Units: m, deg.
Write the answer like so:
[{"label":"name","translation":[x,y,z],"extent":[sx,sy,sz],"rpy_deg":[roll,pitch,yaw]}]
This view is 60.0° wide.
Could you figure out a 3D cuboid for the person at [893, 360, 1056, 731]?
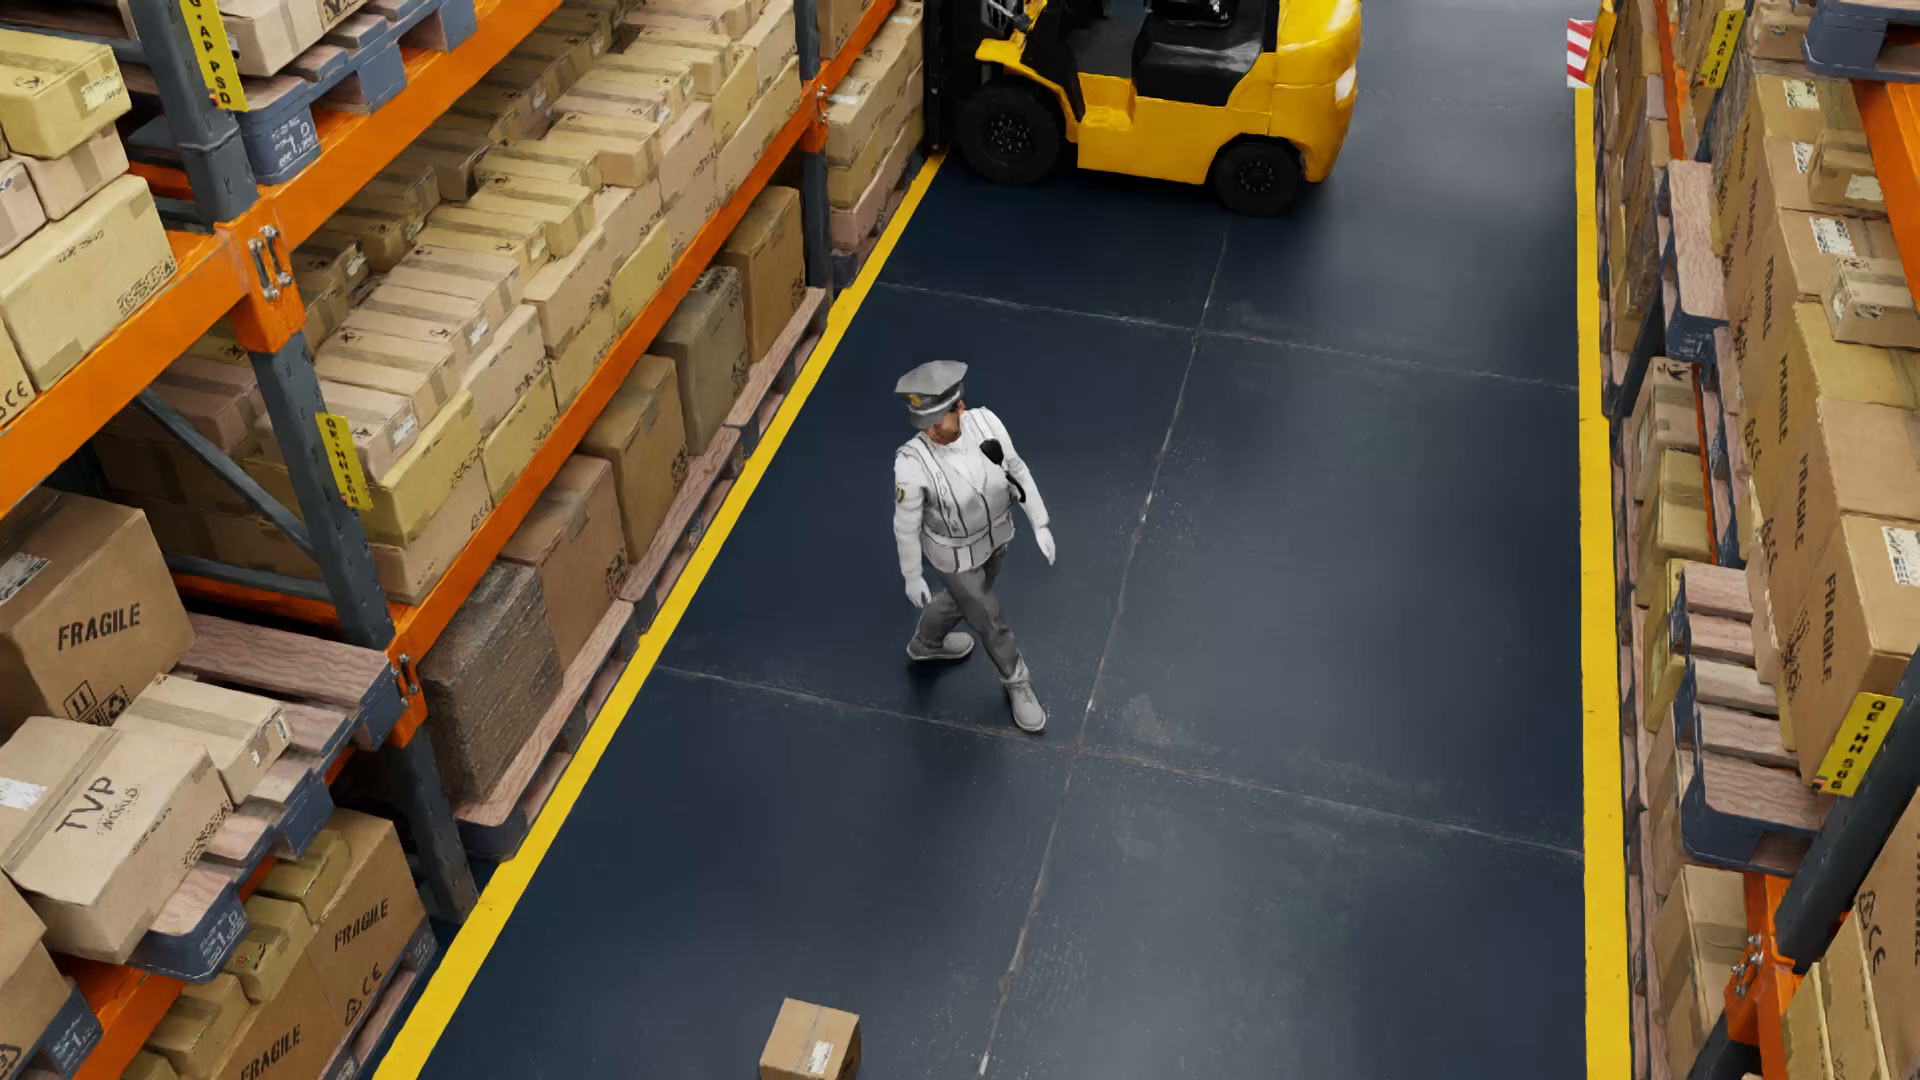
[{"label":"person","translation":[0.031,0.025,6.143],"extent":[0.672,1.639,0.516],"rpy_deg":[29,49,29]}]
